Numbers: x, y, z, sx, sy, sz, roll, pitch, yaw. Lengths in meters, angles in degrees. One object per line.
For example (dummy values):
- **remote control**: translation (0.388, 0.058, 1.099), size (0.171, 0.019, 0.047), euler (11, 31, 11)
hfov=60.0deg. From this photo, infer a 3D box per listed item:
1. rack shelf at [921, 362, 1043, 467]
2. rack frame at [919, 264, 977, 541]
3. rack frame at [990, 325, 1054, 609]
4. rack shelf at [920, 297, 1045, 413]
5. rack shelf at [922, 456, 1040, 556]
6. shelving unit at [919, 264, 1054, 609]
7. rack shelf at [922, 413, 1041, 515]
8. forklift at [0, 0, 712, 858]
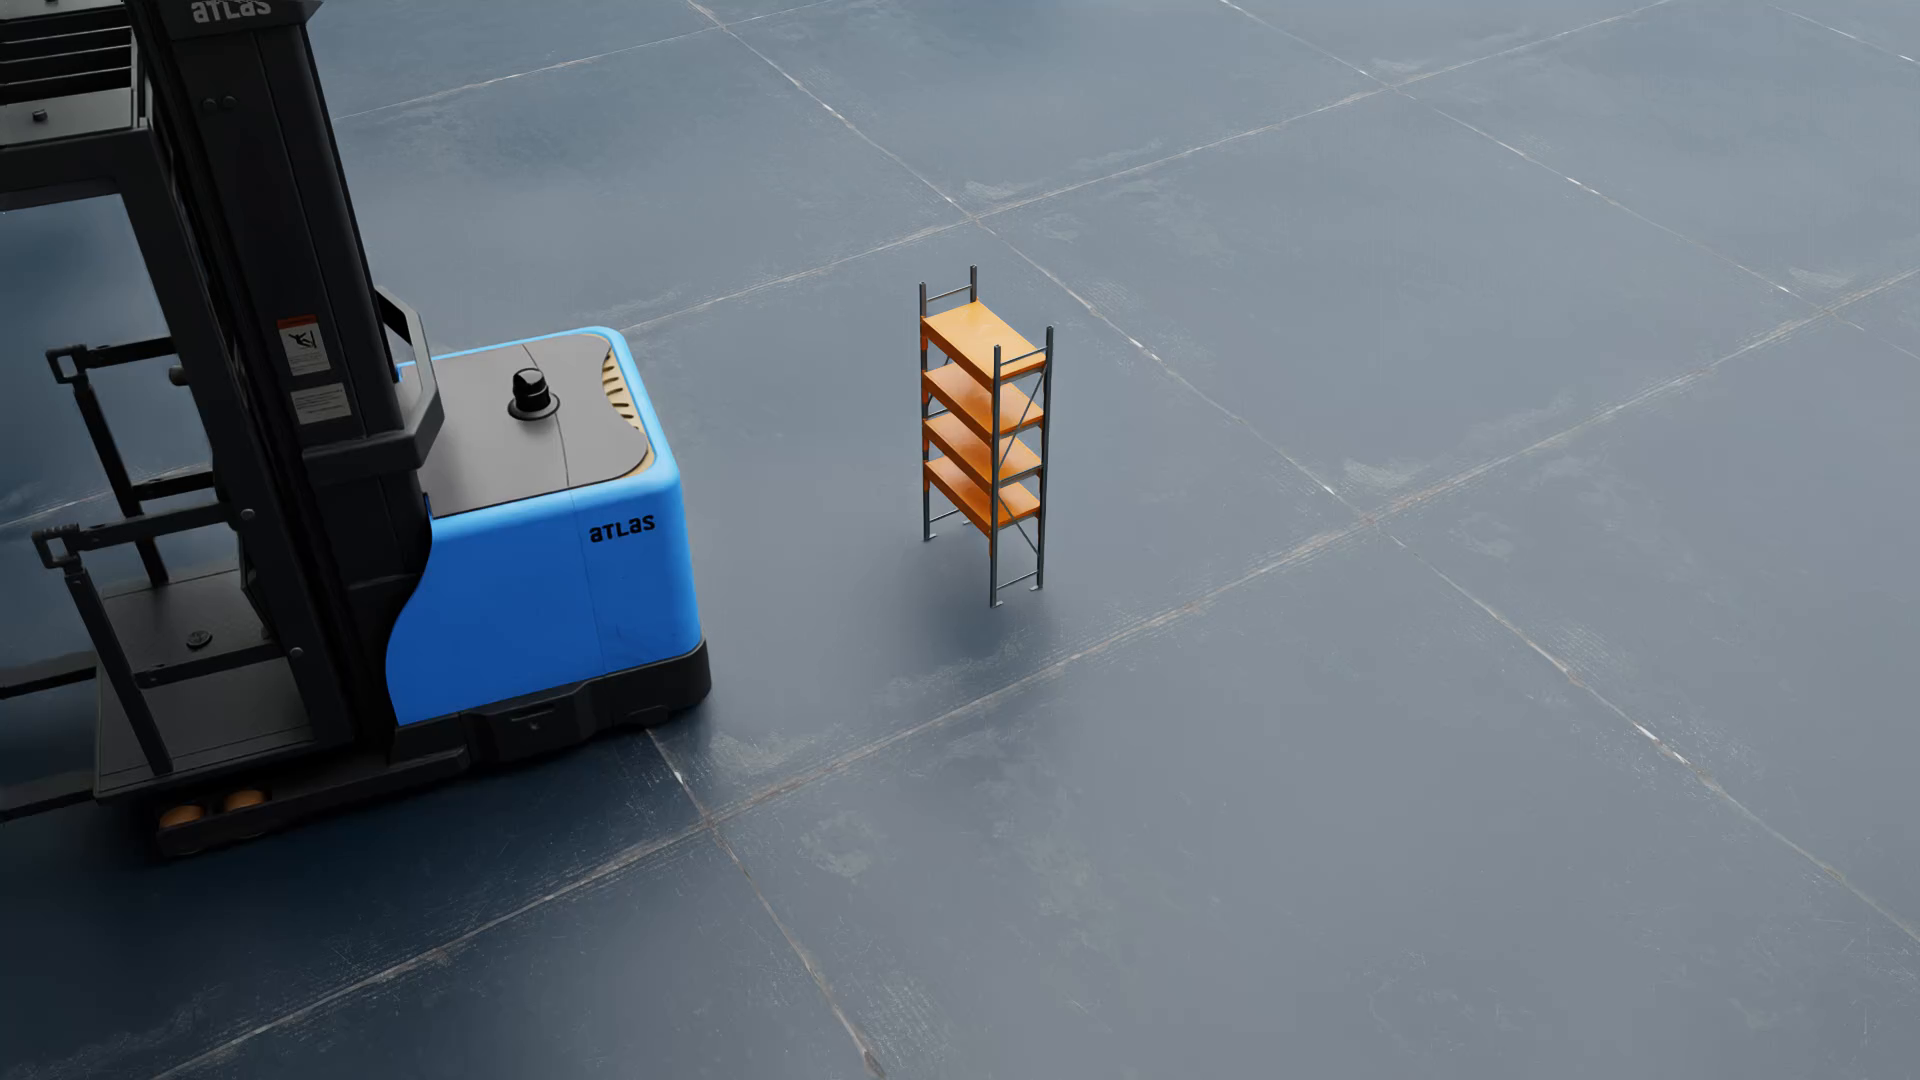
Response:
- **rack shelf**: translation (0.089, -0.492, 6.159), size (0.258, 0.148, 0.480), euler (-22, 45, -24)
- **rack frame**: translation (-0.042, -0.503, 6.417), size (0.240, 1.200, 0.015), euler (-22, 45, -24)
- **rack frame**: translation (0.220, -0.240, 6.101), size (0.240, 1.200, 0.015), euler (-22, 45, -24)
- **rack shelf**: translation (0.089, -0.674, 6.007), size (0.258, 0.148, 0.480), euler (-22, 45, -24)
- **rack shelf**: translation (0.089, -0.167, 6.429), size (0.258, 0.148, 0.480), euler (-22, 45, -24)
- **shelving unit**: translation (0.089, -0.372, 6.259), size (0.258, 1.200, 0.503), euler (-22, 45, -24)
- **rack shelf**: translation (0.089, -0.320, 6.302), size (0.258, 0.148, 0.480), euler (-22, 45, -24)
- **forklift**: translation (-2.468, -0.470, 5.025), size (3.031, 2.935, 1.130), euler (-14, 42, -16)
